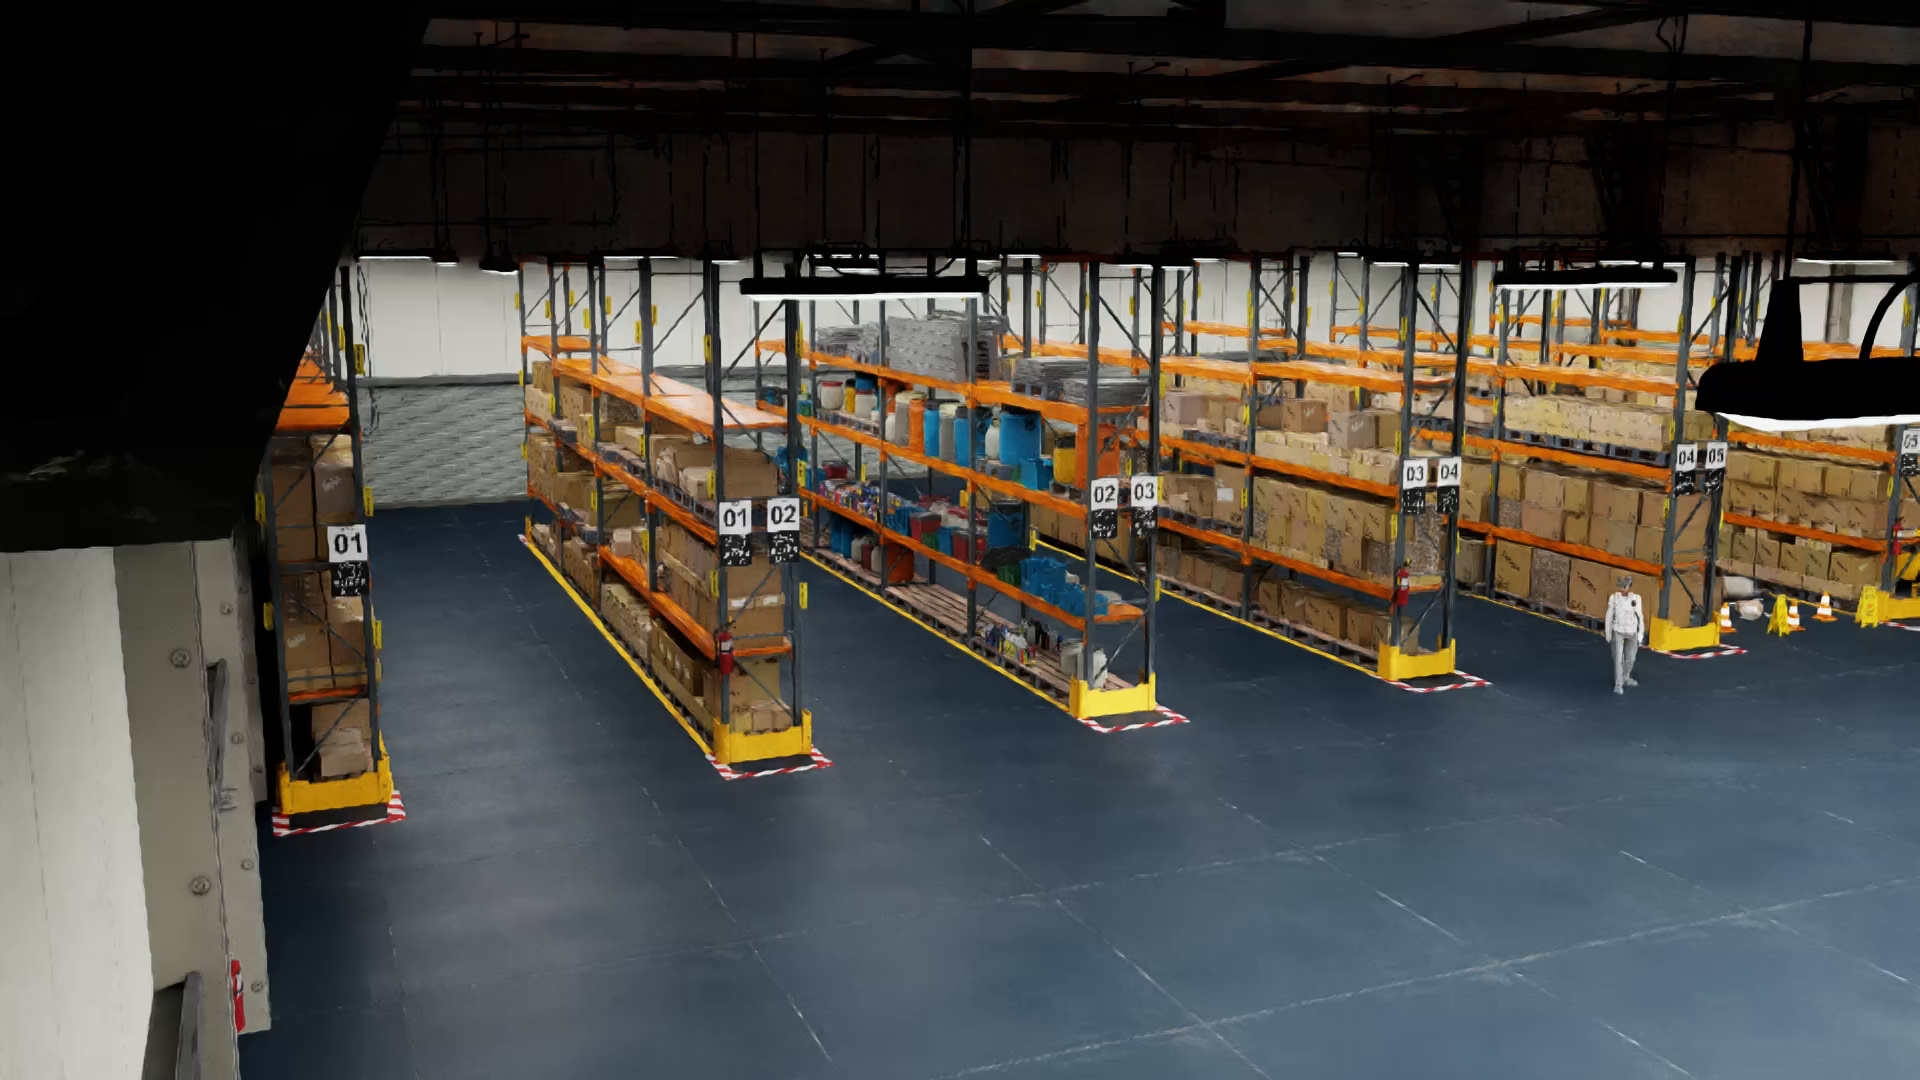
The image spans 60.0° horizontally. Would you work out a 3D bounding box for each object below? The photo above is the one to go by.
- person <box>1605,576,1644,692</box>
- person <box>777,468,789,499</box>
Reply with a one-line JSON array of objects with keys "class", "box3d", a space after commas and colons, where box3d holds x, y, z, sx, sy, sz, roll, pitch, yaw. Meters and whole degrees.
[{"class": "person", "box3d": [9.347, 1.287, 23.418, 0.522, 1.662, 0.545, 3, 11, 14]}, {"class": "person", "box3d": [-3.624, -0.635, 33.848, 0.576, 1.682, 0.942, 1, 10, 5]}]
